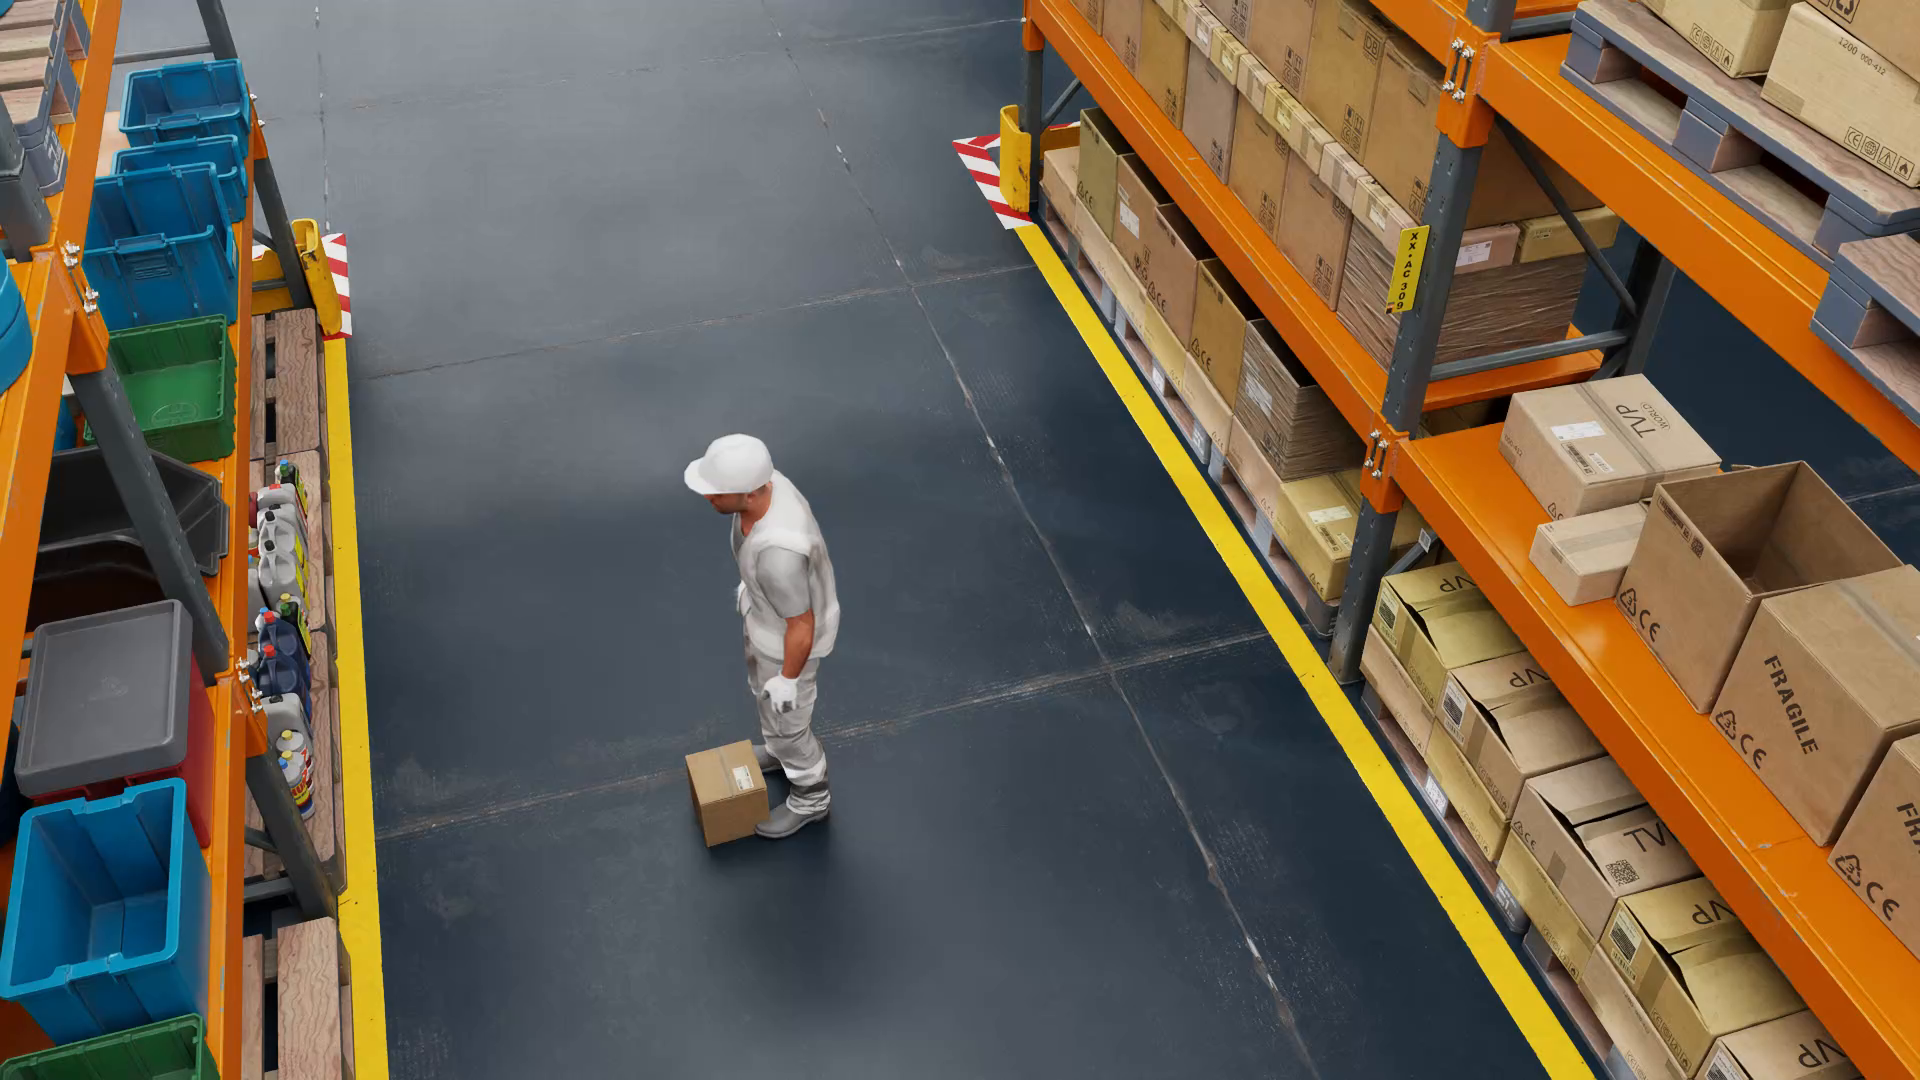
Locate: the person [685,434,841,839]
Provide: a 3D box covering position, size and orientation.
[{"bbox_3d":[-0.654,0.325,5.787,0.453,1.778,0.579,-12,43,-13],"label":"person"}]
